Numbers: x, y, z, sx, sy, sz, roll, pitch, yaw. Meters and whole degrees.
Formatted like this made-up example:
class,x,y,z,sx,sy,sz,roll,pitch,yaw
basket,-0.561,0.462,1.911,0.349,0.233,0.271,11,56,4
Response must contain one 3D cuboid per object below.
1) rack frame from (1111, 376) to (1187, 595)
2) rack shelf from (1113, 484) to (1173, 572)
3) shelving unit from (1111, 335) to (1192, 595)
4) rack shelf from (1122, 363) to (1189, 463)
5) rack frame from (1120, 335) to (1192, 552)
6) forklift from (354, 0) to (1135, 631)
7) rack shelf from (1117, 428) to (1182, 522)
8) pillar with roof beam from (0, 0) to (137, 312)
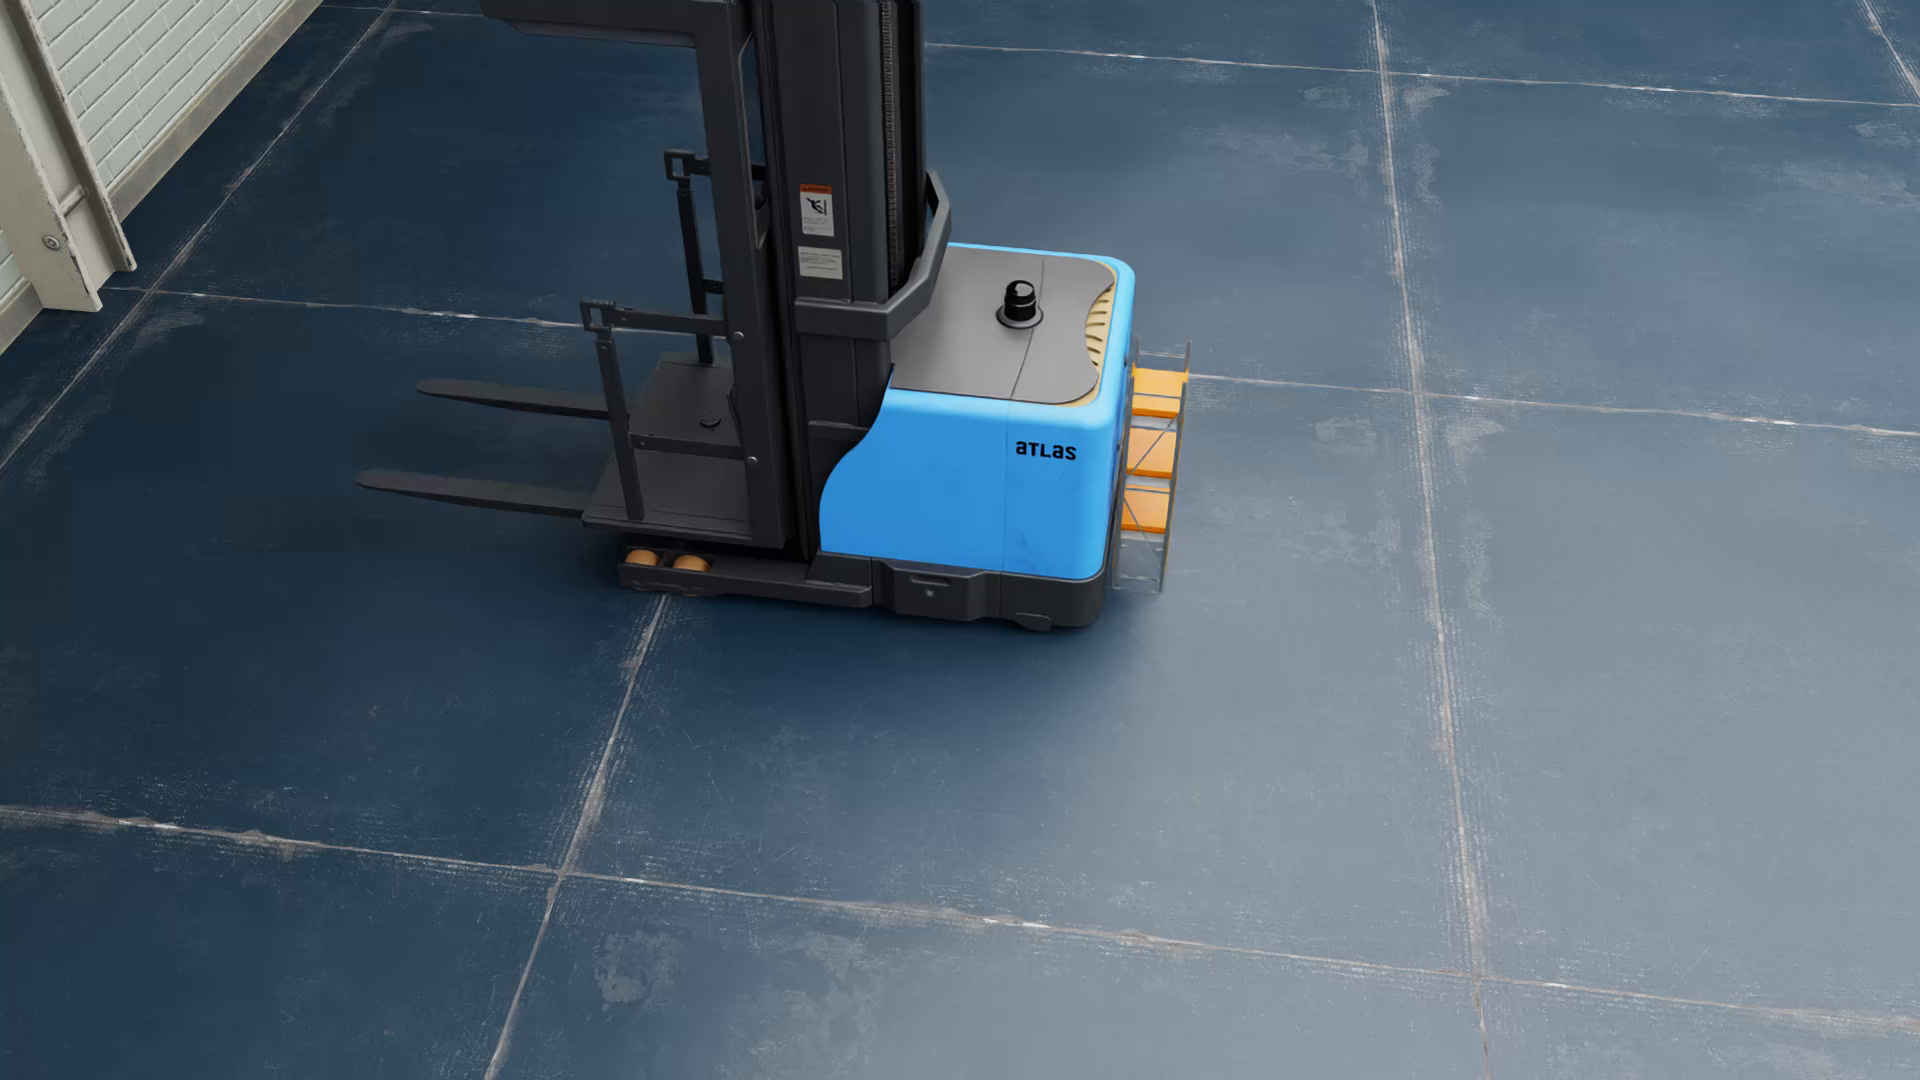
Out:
class,x,y,z,sx,sy,sz,roll,pitch,yaw
rack frame,0.695,-0.180,6.176,0.200,1.050,0.008,6,44,7
rack shelf,0.715,-0.053,6.462,0.215,0.259,0.240,6,44,7
shelving unit,0.715,-0.263,6.264,0.215,1.050,0.252,6,44,7
rack shelf,0.715,-0.461,6.076,0.215,0.259,0.240,6,44,7
rack frame,0.734,-0.345,6.351,0.200,1.050,0.008,6,44,7
forklift,-0.886,-1.195,5.880,3.031,2.935,1.130,6,44,7
rack shelf,0.715,-0.255,6.271,0.215,0.259,0.240,6,44,7
pillar with roof beam,0.046,-4.107,4.543,9.100,9.000,0.400,5,44,6
